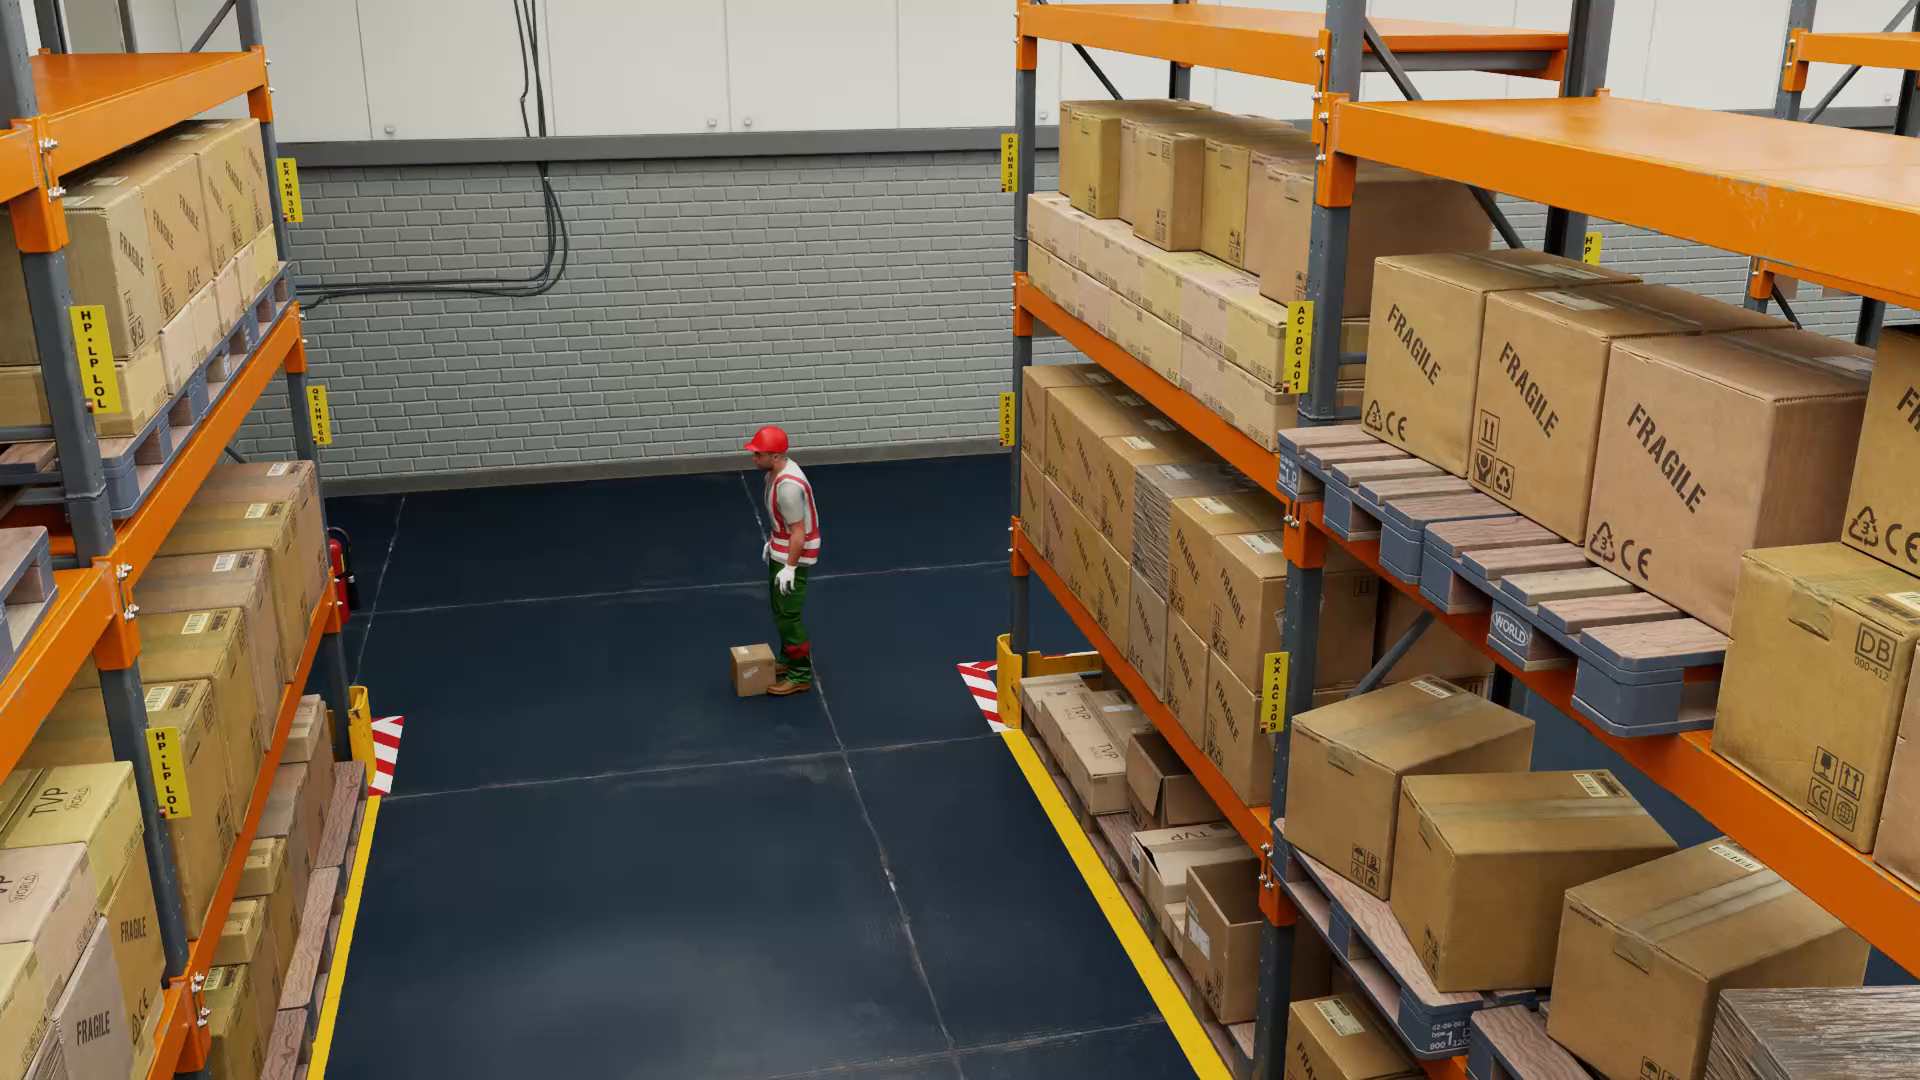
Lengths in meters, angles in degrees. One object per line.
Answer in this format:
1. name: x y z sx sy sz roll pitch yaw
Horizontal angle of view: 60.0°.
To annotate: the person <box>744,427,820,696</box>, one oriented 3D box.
1. person: -1.137 0.120 10.706 0.452 1.779 0.622 -5 20 -14
